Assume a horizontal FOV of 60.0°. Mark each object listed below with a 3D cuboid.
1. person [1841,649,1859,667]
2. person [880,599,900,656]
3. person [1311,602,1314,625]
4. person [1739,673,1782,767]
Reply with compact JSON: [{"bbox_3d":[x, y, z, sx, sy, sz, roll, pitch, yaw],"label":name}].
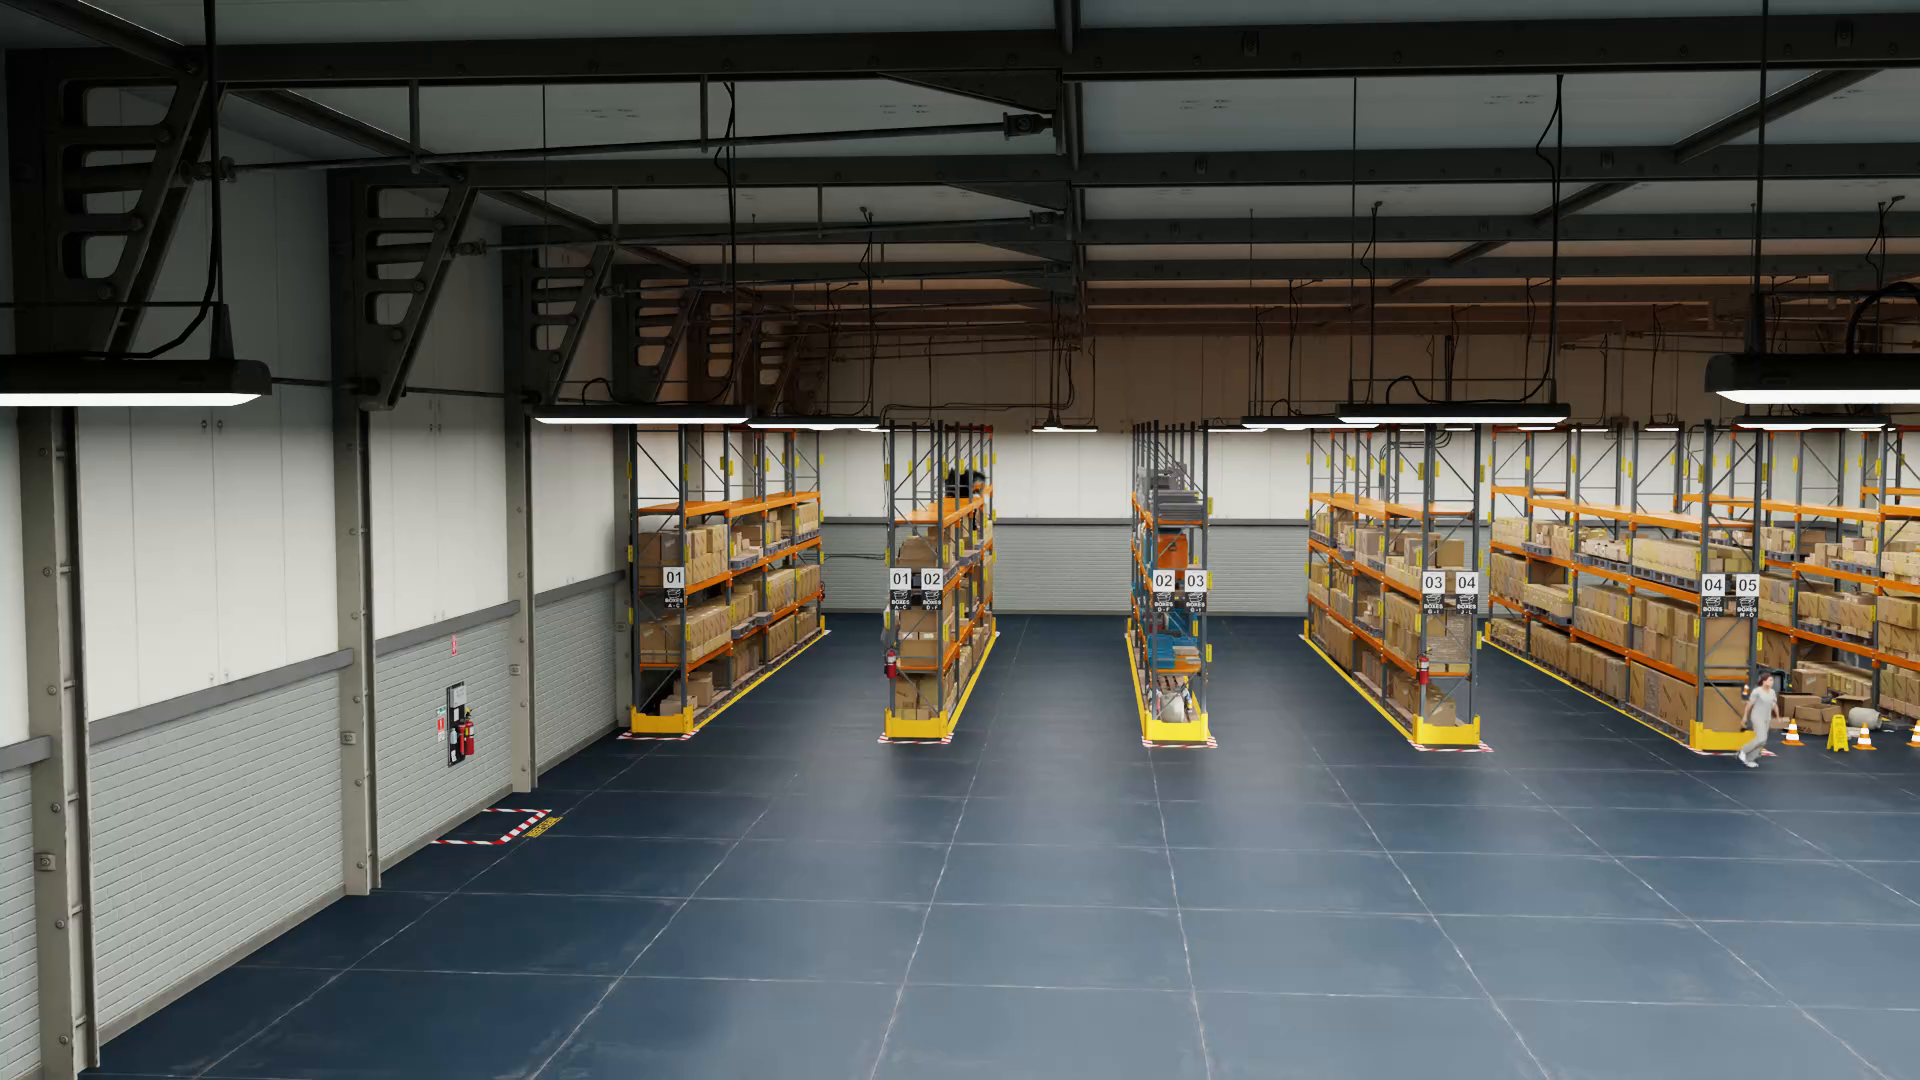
[{"bbox_3d":[21.384,2.413,39.770,0.482,1.601,0.661,0,4,7],"label":"person"},{"bbox_3d":[-1.774,2.227,42.439,0.653,1.682,0.505,3,5,38],"label":"person"},{"bbox_3d":[10.363,1.862,47.882,0.746,1.716,0.630,2,4,25],"label":"person"},{"bbox_3d":[13.762,3.108,28.624,0.566,1.622,0.545,-2,4,-23],"label":"person"}]
